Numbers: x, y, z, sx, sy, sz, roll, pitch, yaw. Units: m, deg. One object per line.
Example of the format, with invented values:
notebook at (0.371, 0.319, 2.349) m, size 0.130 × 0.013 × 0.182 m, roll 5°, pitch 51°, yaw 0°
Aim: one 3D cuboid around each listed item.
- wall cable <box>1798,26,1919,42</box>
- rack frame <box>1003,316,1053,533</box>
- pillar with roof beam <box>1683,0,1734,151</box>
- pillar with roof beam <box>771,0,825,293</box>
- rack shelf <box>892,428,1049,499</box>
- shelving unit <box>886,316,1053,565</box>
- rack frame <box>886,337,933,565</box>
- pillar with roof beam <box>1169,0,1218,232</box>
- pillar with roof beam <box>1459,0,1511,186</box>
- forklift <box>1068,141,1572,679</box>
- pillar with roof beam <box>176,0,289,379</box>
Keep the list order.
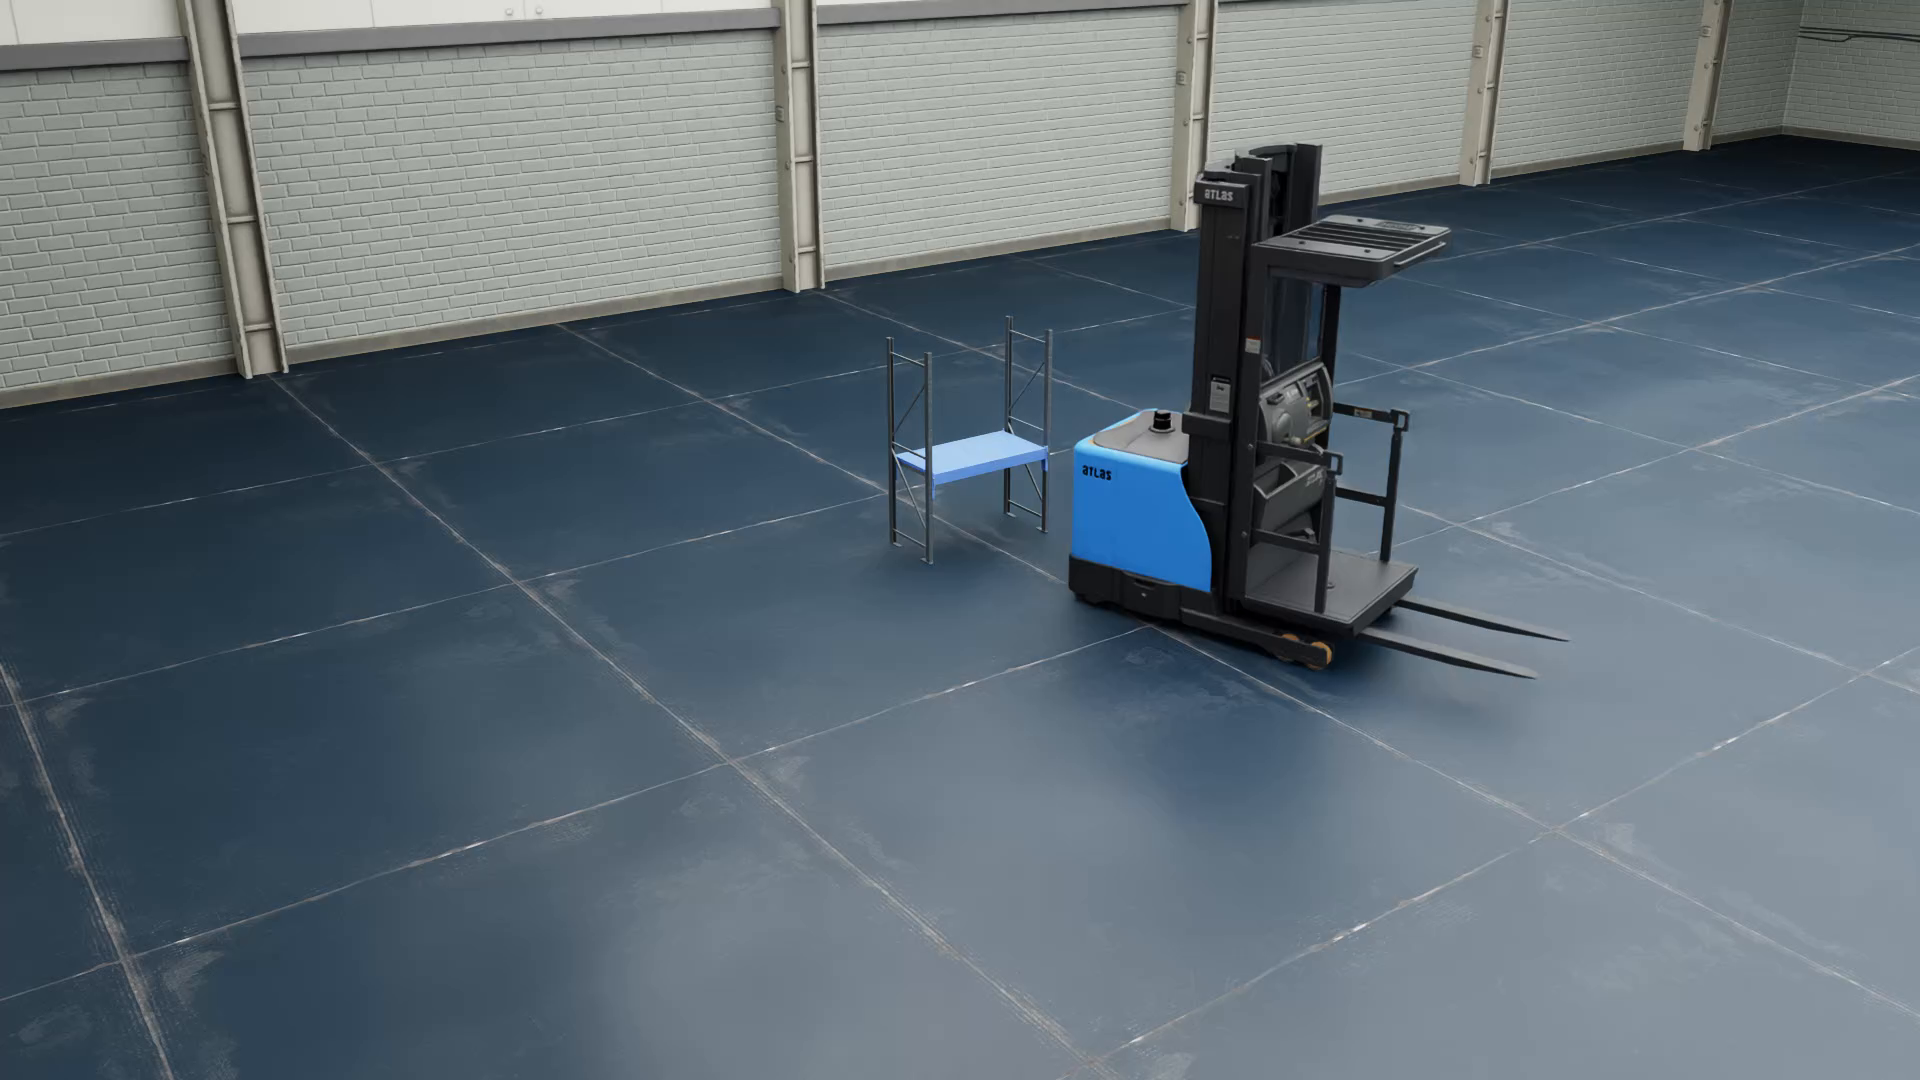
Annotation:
wall cable at (15.972, -9.783, 28.461) m, size 0.112 × 2.526 × 3.097 m, roll -15°, pitch 26°, yaw -33°
rack frame at (0.482, -0.825, 11.940) m, size 0.032 × 1.500 × 0.500 m, roll -15°, pitch 26°, yaw -33°
pillar with roof beam at (15.322, -9.690, 24.038) m, size 0.400 × 9.000 × 9.100 m, roll -15°, pitch 26°, yaw -33°
pillar with roof beam at (0.711, -5.794, 14.275) m, size 0.400 × 9.000 × 9.100 m, roll -15°, pitch 26°, yaw -33°
rack shelf at (0.069, -0.548, 11.731) m, size 1.000 × 0.185 × 0.538 m, roll -15°, pitch 26°, yaw -33°
shelving unit at (0.069, -0.715, 11.665) m, size 1.048 × 1.500 × 0.538 m, roll -15°, pitch 26°, yaw -33°
rack frame at (-0.343, -0.605, 11.389) m, size 0.032 × 1.500 × 0.500 m, roll -15°, pitch 26°, yaw -33°
pillar with roof beam at (5.581, -7.093, 17.529) m, size 0.400 × 9.000 × 9.100 m, roll -15°, pitch 26°, yaw -33°
pillar with roof beam at (10.452, -8.391, 20.784) m, size 0.400 × 9.000 × 9.100 m, roll -15°, pitch 26°, yaw -33°
forklift at (2.204, -0.806, 9.963) m, size 3.031 × 2.935 × 1.130 m, roll 15°, pitch 26°, yaw 33°
pillar with roof beam at (-4.160, -4.495, 11.020) m, size 0.400 × 9.000 × 9.100 m, roll -15°, pitch 26°, yaw -33°
